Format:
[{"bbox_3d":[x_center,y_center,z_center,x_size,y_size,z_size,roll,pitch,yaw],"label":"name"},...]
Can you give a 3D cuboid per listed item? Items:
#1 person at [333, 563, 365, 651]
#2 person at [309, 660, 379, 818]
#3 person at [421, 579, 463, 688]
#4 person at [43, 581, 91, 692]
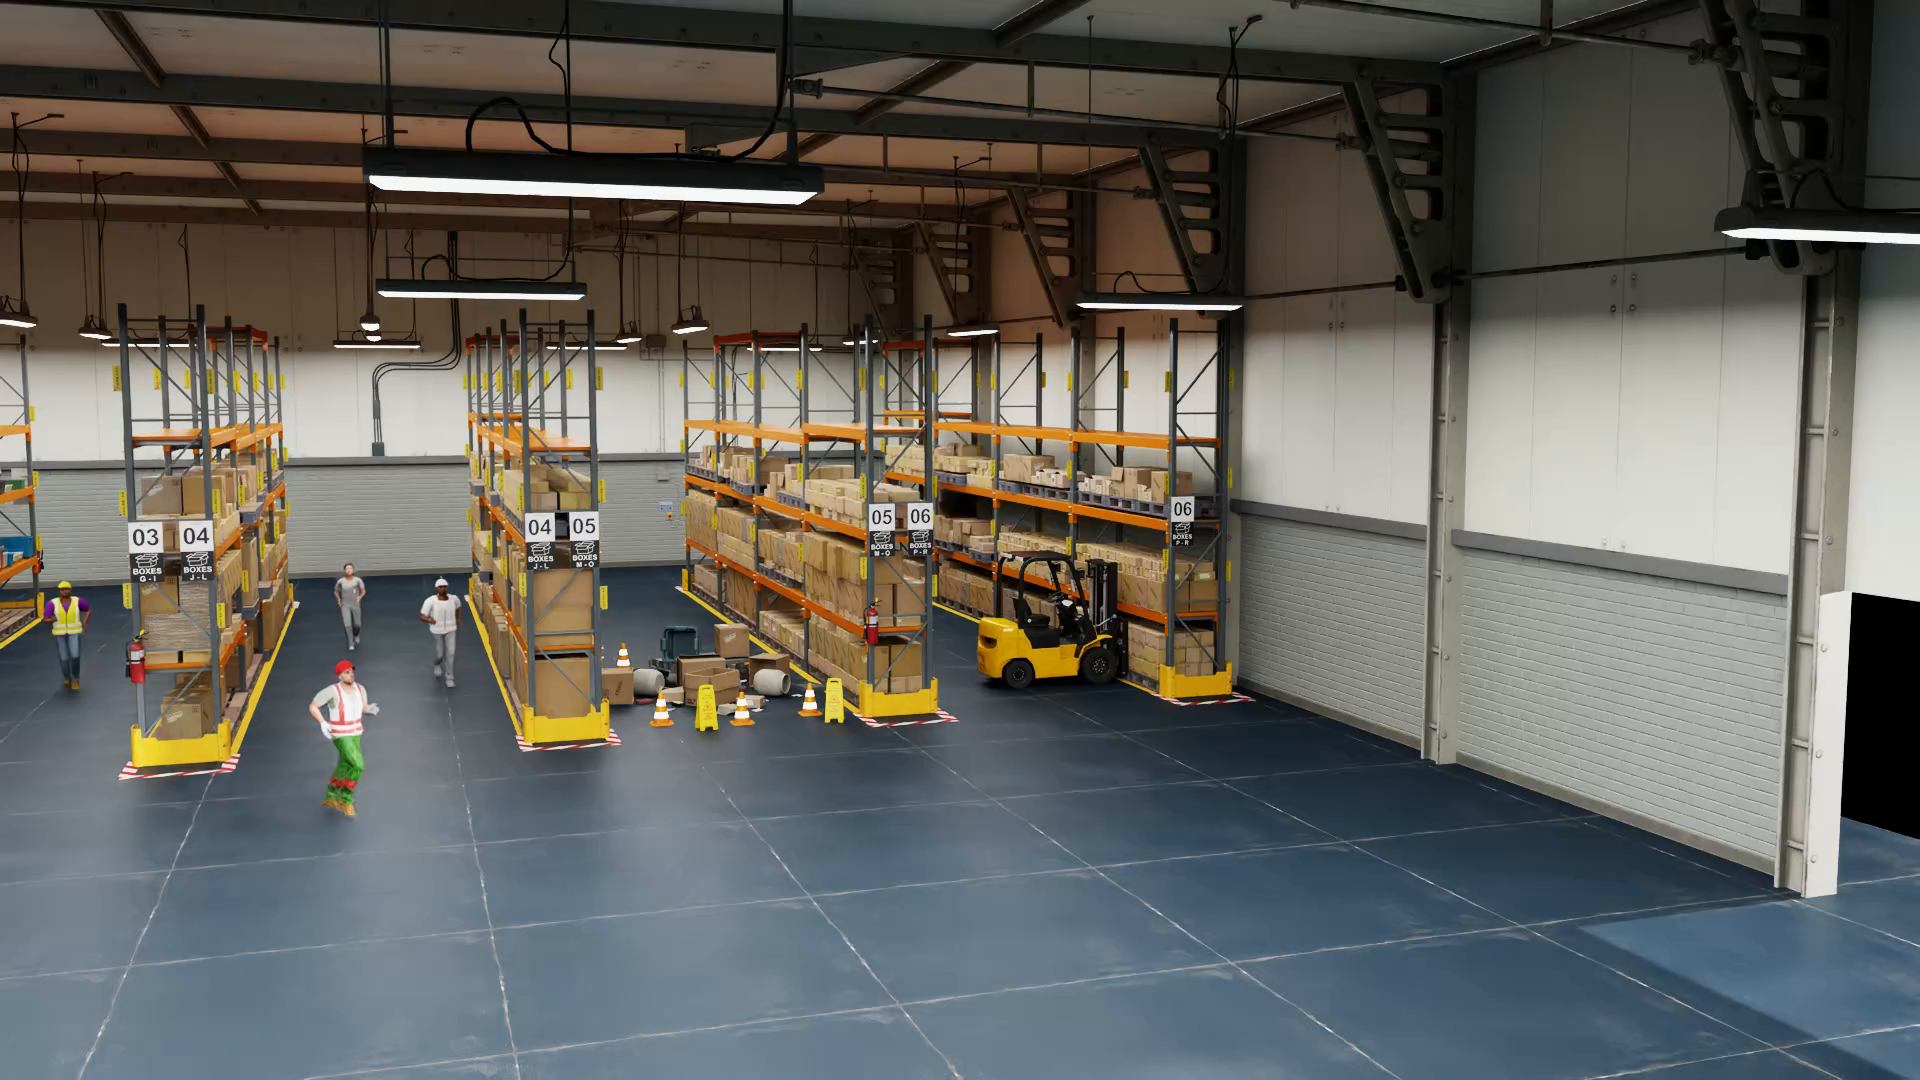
[{"bbox_3d":[-11.429,1.239,31.150,0.563,1.619,0.609,-2,6,-19],"label":"person"},{"bbox_3d":[-7.095,2.302,19.298,0.746,1.832,0.616,2,6,23],"label":"person"},{"bbox_3d":[-8.527,1.516,27.438,0.676,1.761,0.957,-3,6,-28],"label":"person"},{"bbox_3d":[-14.498,1.568,27.017,0.673,1.812,0.706,-3,6,-25],"label":"person"}]
